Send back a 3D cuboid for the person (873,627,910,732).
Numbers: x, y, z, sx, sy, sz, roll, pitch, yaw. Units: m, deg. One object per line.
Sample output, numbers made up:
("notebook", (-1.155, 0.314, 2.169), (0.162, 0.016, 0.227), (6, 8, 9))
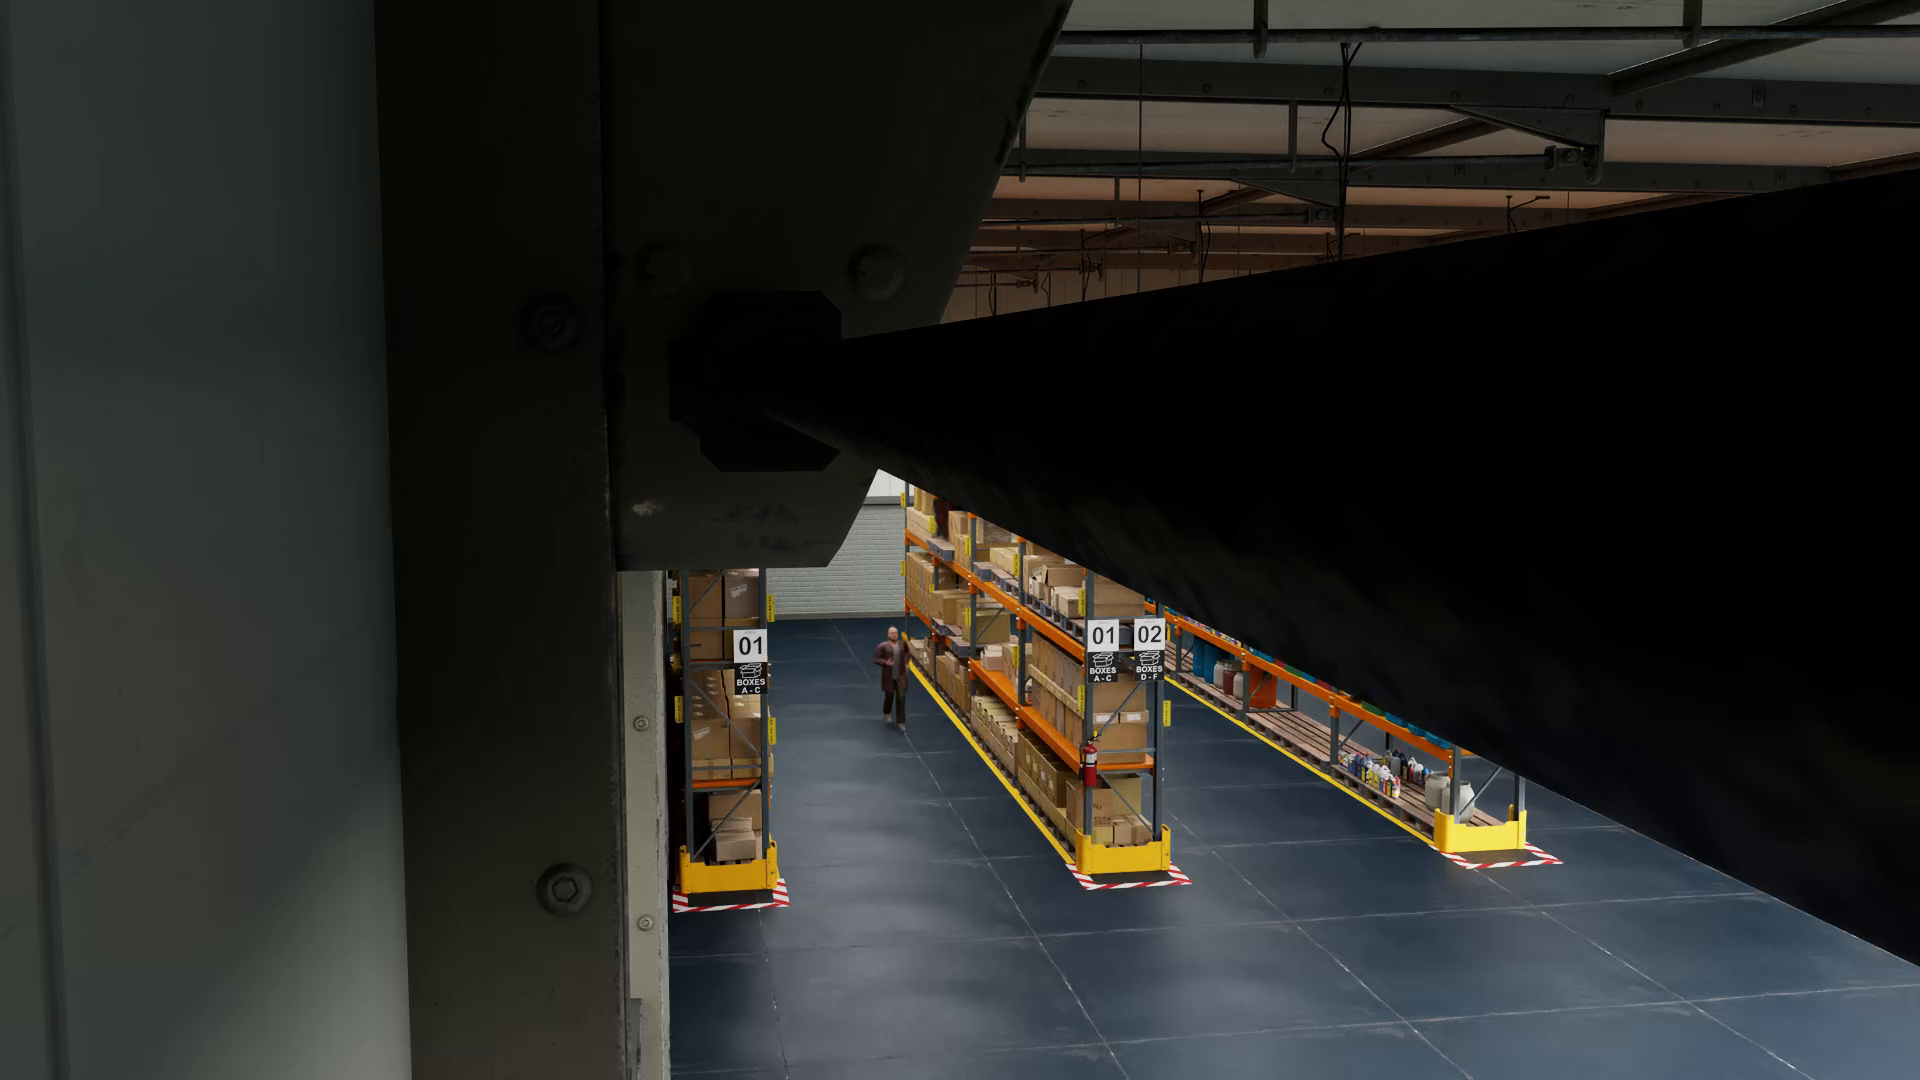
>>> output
("person", (-1.167, 2.400, 29.093), (0.710, 1.771, 1.034), (-2, 6, -16))
